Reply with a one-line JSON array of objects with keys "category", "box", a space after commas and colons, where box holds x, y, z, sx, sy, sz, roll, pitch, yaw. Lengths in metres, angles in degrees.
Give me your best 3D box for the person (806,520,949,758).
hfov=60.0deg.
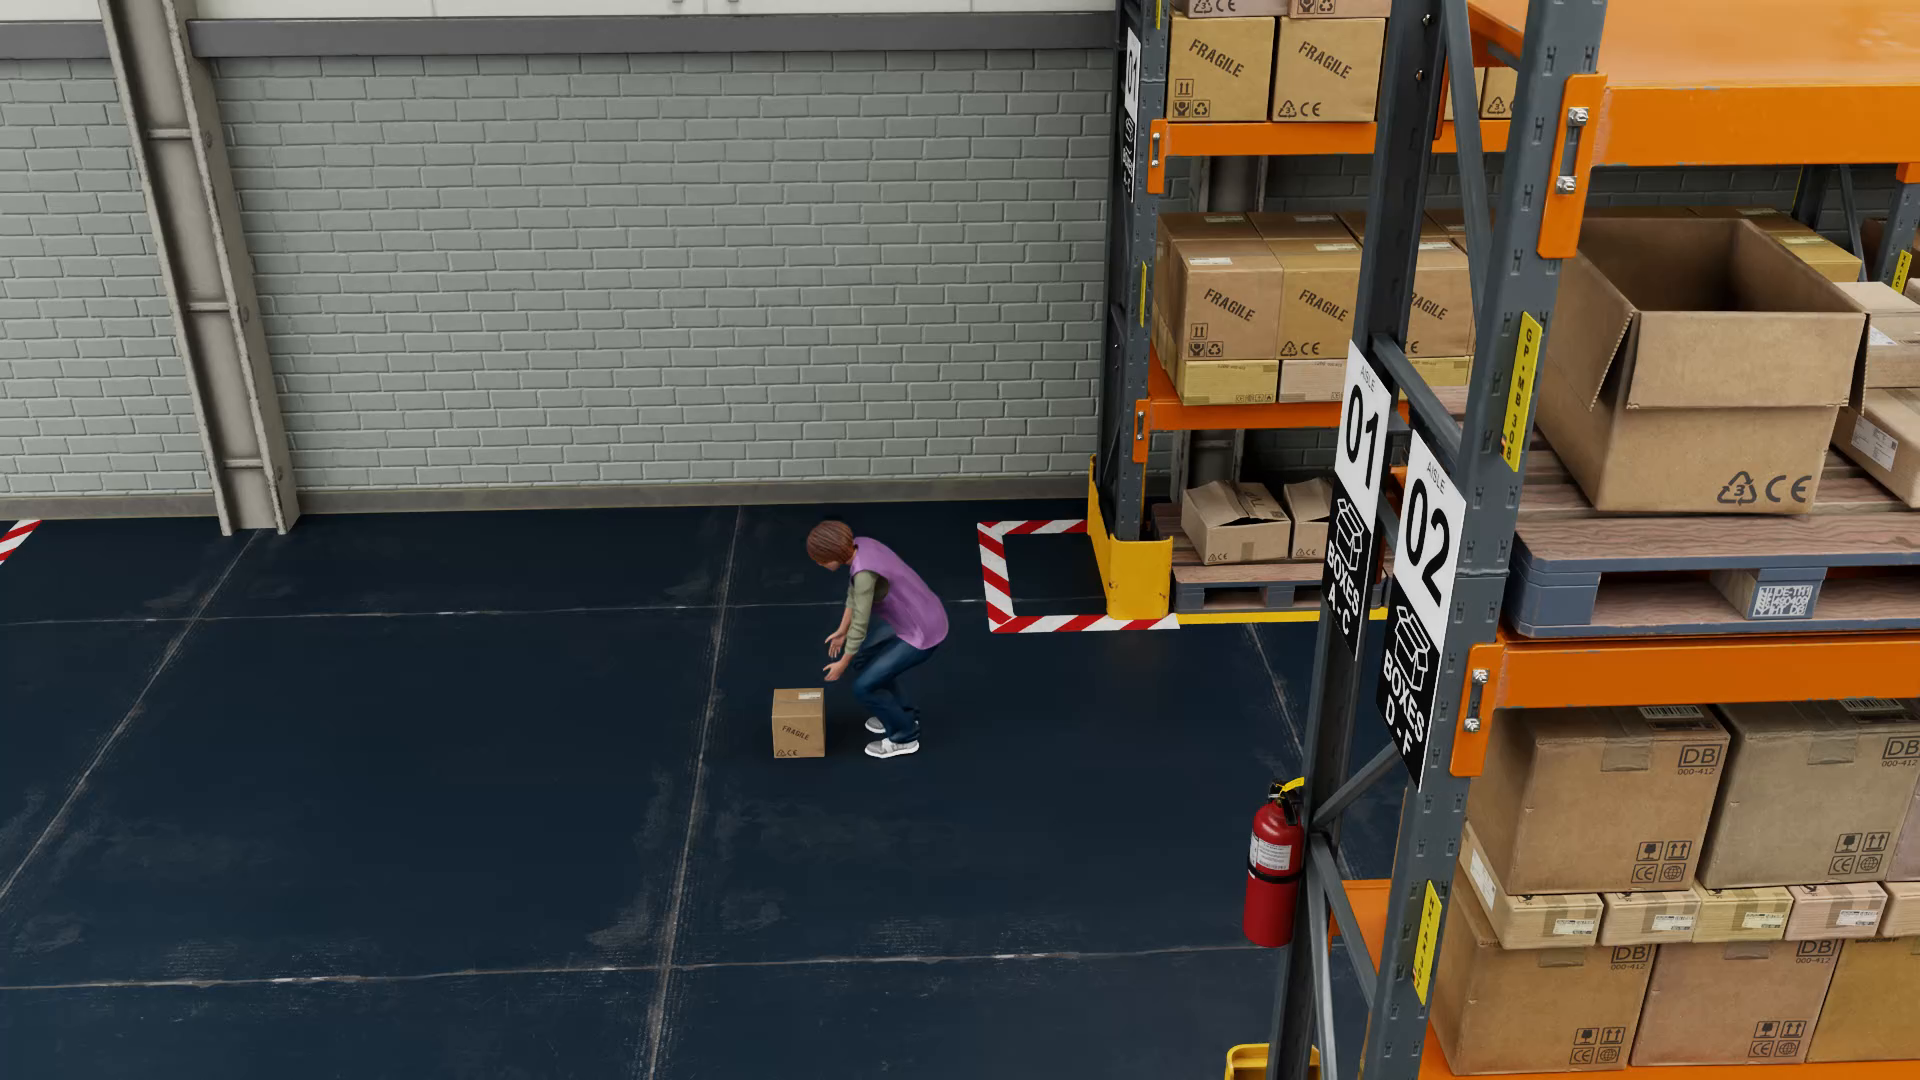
[{"category": "person", "box": [-0.387, 0.474, 8.093, 0.673, 1.270, 0.463, -1, 28, -2]}]
